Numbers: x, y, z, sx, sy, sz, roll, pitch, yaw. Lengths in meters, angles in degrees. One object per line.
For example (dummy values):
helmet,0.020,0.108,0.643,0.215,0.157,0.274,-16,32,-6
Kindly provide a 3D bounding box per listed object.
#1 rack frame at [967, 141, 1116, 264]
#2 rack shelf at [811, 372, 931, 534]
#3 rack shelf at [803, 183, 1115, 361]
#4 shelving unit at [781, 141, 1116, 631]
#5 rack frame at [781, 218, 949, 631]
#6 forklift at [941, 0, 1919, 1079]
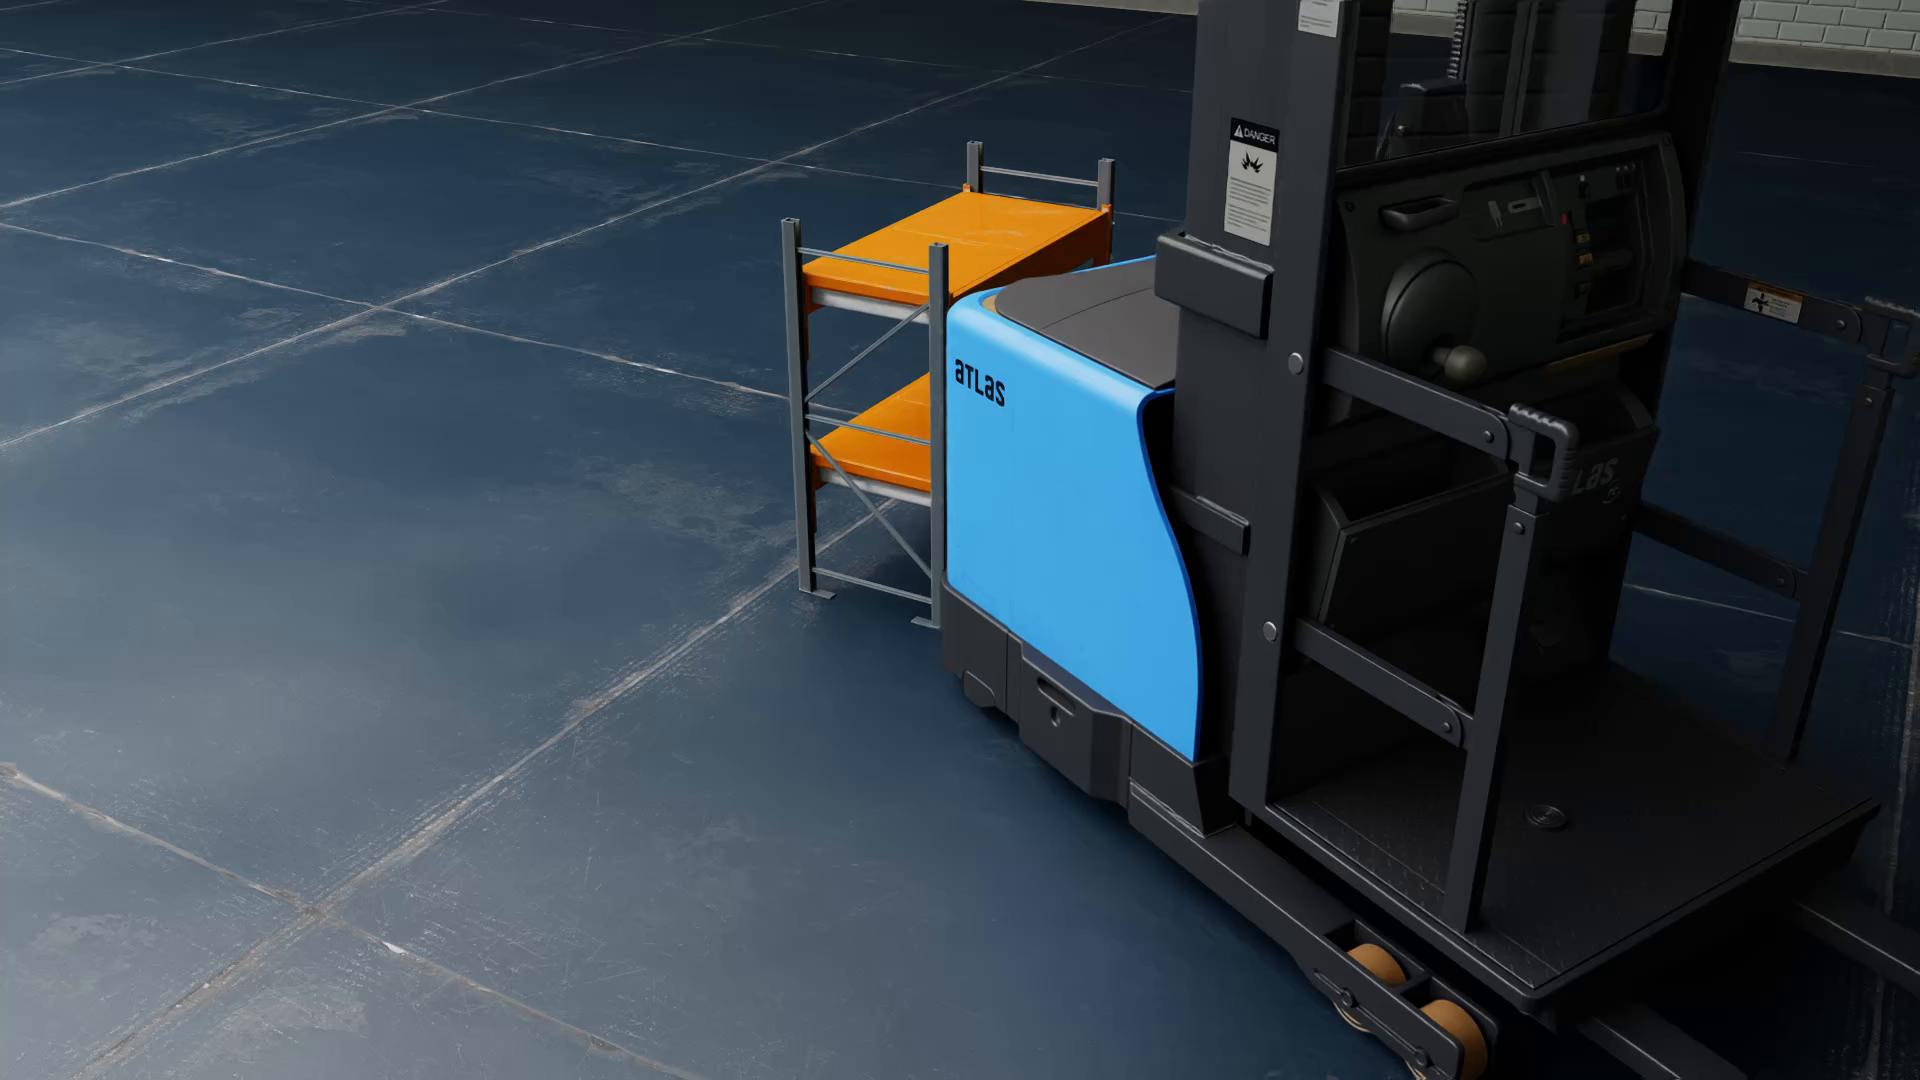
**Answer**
rack frame,0.247,-0.698,5.389,0.500,1.125,0.032,14,30,26
rack shelf,-0.003,-0.282,5.102,0.538,0.278,1.000,14,30,26
rack shelf,-0.003,-0.762,4.862,0.538,0.278,1.000,14,30,26
shelving unit,-0.003,-0.500,4.993,0.538,1.125,1.048,14,30,26
rack frame,-0.253,-0.302,4.597,0.500,1.125,0.032,14,30,26
forklift,1.180,-0.508,2.990,1.130,2.935,3.031,-16,31,-29
